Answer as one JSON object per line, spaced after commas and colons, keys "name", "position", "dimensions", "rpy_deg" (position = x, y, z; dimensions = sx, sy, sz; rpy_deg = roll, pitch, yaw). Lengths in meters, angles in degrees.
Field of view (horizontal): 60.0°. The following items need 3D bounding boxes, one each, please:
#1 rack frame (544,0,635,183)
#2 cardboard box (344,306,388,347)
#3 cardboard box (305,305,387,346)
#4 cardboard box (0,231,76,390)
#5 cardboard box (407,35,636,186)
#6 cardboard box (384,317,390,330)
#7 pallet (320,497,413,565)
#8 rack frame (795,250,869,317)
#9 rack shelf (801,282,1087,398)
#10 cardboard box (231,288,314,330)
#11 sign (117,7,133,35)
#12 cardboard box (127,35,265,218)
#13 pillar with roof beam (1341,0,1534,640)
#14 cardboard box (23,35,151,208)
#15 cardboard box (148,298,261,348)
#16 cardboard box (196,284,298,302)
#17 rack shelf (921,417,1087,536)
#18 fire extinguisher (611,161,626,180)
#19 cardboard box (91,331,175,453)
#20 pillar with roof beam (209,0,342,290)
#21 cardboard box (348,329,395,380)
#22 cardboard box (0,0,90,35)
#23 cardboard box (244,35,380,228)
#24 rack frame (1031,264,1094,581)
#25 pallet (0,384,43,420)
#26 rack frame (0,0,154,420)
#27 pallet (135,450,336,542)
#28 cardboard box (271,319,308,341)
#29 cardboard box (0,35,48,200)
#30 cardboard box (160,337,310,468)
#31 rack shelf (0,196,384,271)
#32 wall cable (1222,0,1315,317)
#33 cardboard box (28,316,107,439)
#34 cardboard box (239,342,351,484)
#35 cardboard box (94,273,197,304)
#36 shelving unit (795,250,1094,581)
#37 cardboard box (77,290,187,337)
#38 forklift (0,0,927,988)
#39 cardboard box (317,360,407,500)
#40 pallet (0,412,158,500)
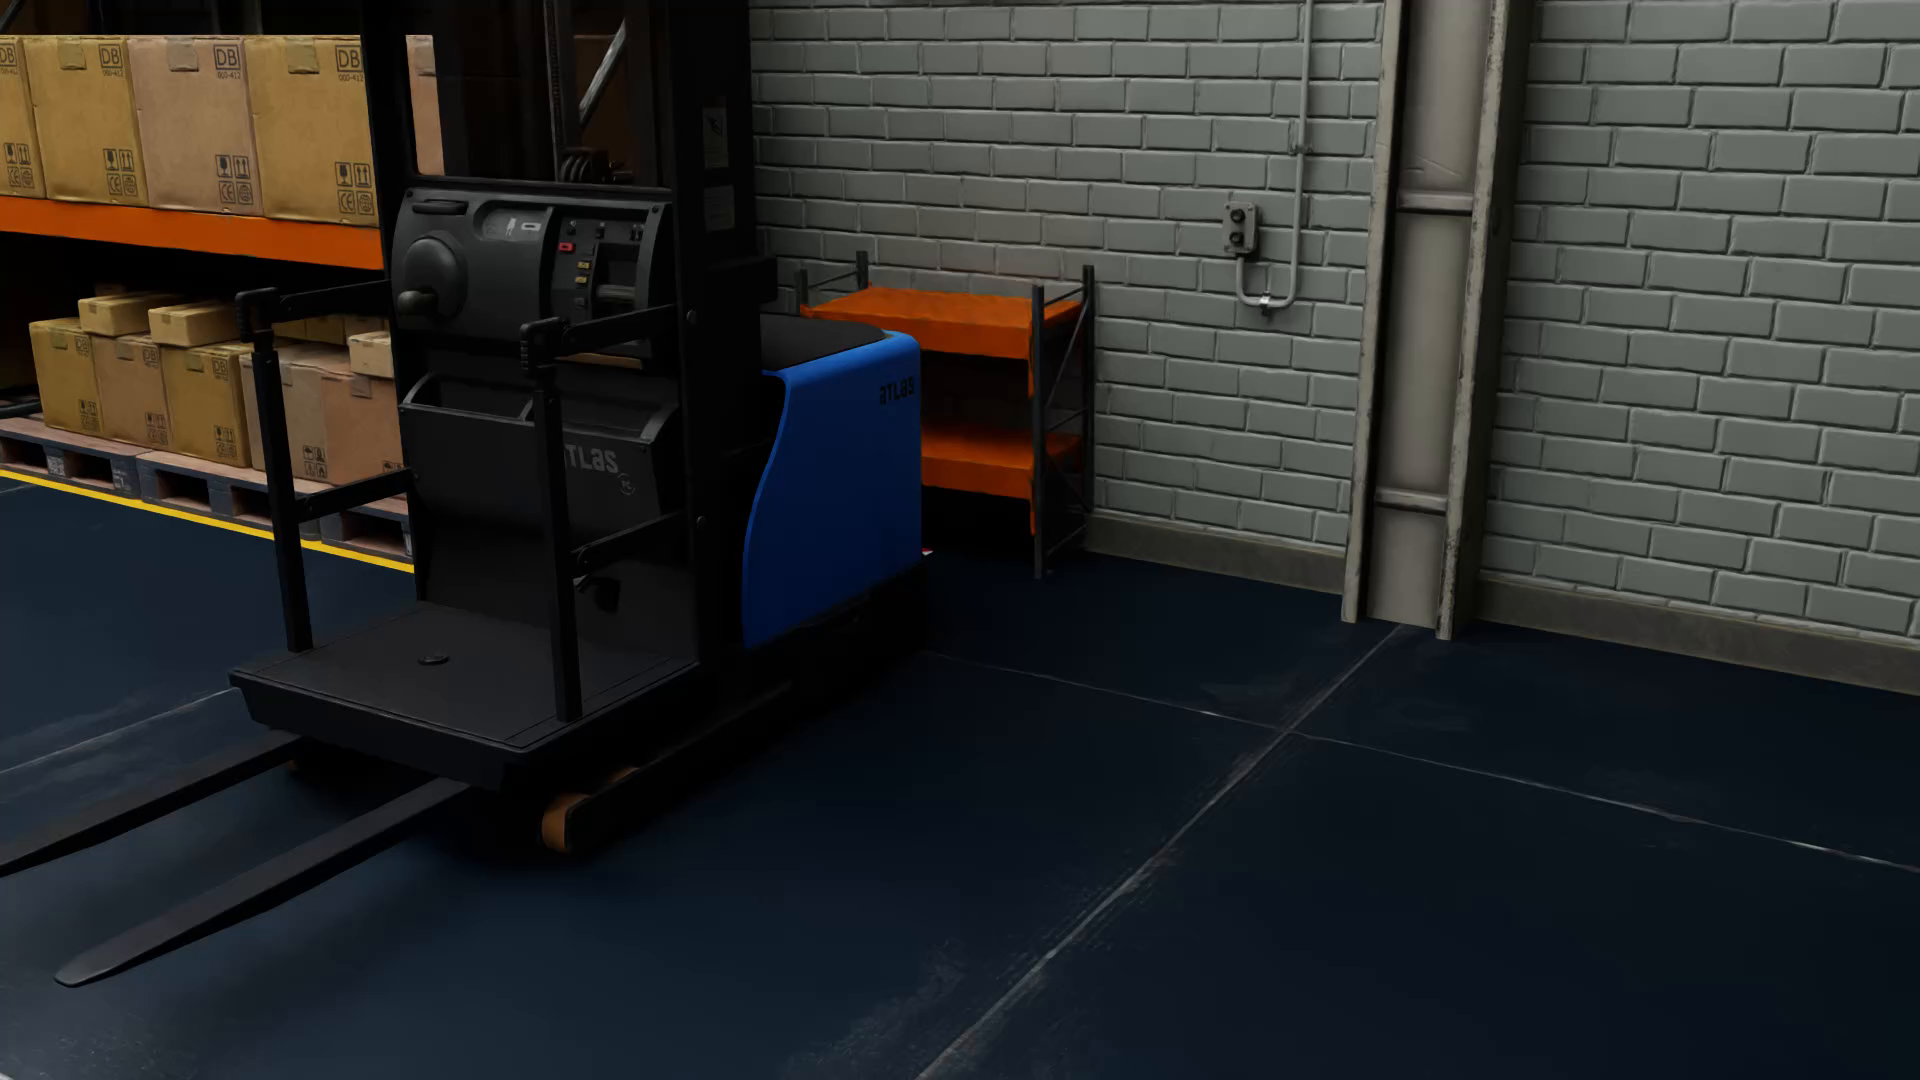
{"name": "rack frame", "position": [-1.147, -1.352, 6.171], "dimensions": [0.127, 3.000, 1.000], "rpy_deg": [10, 20, 30]}
{"name": "cardboard box", "position": [-2.447, -0.933, 7.254], "dimensions": [0.250, 0.149, 0.380], "rpy_deg": [10, 20, 31]}
{"name": "cardboard box", "position": [-2.666, -0.972, 7.382], "dimensions": [0.250, 0.149, 0.380], "rpy_deg": [10, 20, 31]}
{"name": "cardboard box", "position": [-5.177, -1.200, 8.645], "dimensions": [0.750, 0.750, 0.750], "rpy_deg": [10, 20, 31]}
{"name": "cardboard box", "position": [-1.586, -1.571, 6.375], "dimensions": [0.700, 0.700, 0.980], "rpy_deg": [11, 20, 33]}
{"name": "cardboard box", "position": [-2.229, -0.895, 7.128], "dimensions": [0.250, 0.149, 0.380], "rpy_deg": [10, 20, 31]}
{"name": "pallet", "position": [-1.869, -0.120, 6.913], "dimensions": [1.213, 0.211, 1.003], "rpy_deg": [10, 20, 30]}
{"name": "rack frame", "position": [-0.497, -0.588, 6.829], "dimensions": [0.032, 1.125, 0.500], "rpy_deg": [9, 22, 27]}
{"name": "rack shelf", "position": [-0.056, -0.797, 6.504], "dimensions": [1.000, 0.278, 0.538], "rpy_deg": [9, 22, 27]}
{"name": "cardboard box", "position": [-3.101, -1.050, 7.638], "dimensions": [0.250, 0.149, 0.380], "rpy_deg": [10, 20, 31]}
{"name": "sign", "position": [-4.266, -2.550, 8.490], "dimensions": [0.005, 0.325, 0.100], "rpy_deg": [10, 20, 30]}
{"name": "cardboard box", "position": [-2.857, -1.797, 7.120], "dimensions": [0.700, 0.700, 0.980], "rpy_deg": [9, 19, 27]}
{"name": "pillar with roof beam", "position": [-0.646, -2.960, 1.143], "dimensions": [0.400, 9.000, 9.100], "rpy_deg": [10, 20, 30]}
{"name": "cardboard box", "position": [-3.482, -1.905, 7.476], "dimensions": [0.700, 0.700, 0.980], "rpy_deg": [10, 19, 29]}
{"name": "cardboard box", "position": [-3.330, -0.960, 7.343], "dimensions": [0.250, 0.149, 0.380], "rpy_deg": [9, 19, 28]}
{"name": "cardboard box", "position": [-3.316, -1.088, 7.765], "dimensions": [0.250, 0.149, 0.380], "rpy_deg": [9, 19, 28]}
{"name": "rack shelf", "position": [-0.042, -0.290, 6.680], "dimensions": [1.000, 0.278, 0.538], "rpy_deg": [9, 22, 27]}
{"name": "fire extinguisher", "position": [-1.260, -0.999, 5.785], "dimensions": [0.183, 0.674, 0.296], "rpy_deg": [10, 20, 30]}
{"name": "cardboard box", "position": [-3.545, -0.749, 7.764], "dimensions": [0.500, 0.500, 0.700], "rpy_deg": [10, 20, 30]}
{"name": "pillar with roof beam", "position": [-5.759, -3.873, 4.147], "dimensions": [0.400, 9.000, 9.100], "rpy_deg": [10, 20, 30]}
{"name": "cardboard box", "position": [-2.218, -0.762, 6.691], "dimensions": [0.250, 0.149, 0.380], "rpy_deg": [11, 20, 32]}
{"name": "cardboard box", "position": [-4.811, -2.654, 8.447], "dimensions": [0.500, 0.250, 0.500], "rpy_deg": [11, 20, 32]}
{"name": "cardboard box", "position": [-2.212, -1.679, 6.730], "dimensions": [0.700, 0.700, 0.980], "rpy_deg": [10, 20, 30]}
{"name": "rack frame", "position": [0.401, -0.454, 6.371], "dimensions": [0.032, 1.125, 0.500], "rpy_deg": [9, 22, 27]}
{"name": "pallet", "position": [-5.252, -0.725, 8.905], "dimensions": [1.213, 0.211, 1.003], "rpy_deg": [10, 20, 30]}
{"name": "rack frame", "position": [-4.555, -1.960, 8.174], "dimensions": [0.127, 3.000, 1.000], "rpy_deg": [10, 20, 30]}
{"name": "pallet", "position": [-2.904, -0.306, 7.525], "dimensions": [1.213, 0.211, 1.003], "rpy_deg": [10, 20, 30]}
{"name": "cardboard box", "position": [-2.881, -1.011, 7.509], "dimensions": [0.250, 0.149, 0.380], "rpy_deg": [10, 19, 29]}
{"name": "cardboard box", "position": [-4.101, -2.017, 7.846], "dimensions": [0.700, 0.700, 0.980], "rpy_deg": [10, 20, 31]}
{"name": "cardboard box", "position": [-3.109, -0.670, 7.505], "dimensions": [0.500, 0.500, 0.700], "rpy_deg": [11, 20, 31]}
{"name": "rack shelf", "position": [-2.851, -1.312, 7.277], "dimensions": [4.000, 0.370, 1.077], "rpy_deg": [10, 20, 30]}
{"name": "wall cable", "position": [0.439, -1.878, 6.154], "dimensions": [1.851, 1.984, 0.084], "rpy_deg": [10, 20, 30]}
{"name": "cardboard box", "position": [-3.972, -0.826, 8.019], "dimensions": [0.500, 0.500, 0.700], "rpy_deg": [10, 20, 31]}
{"name": "cardboard box", "position": [-2.651, -0.591, 7.244], "dimensions": [0.500, 0.500, 0.700], "rpy_deg": [9, 19, 28]}
{"name": "cardboard box", "position": [-3.991, -1.208, 8.159], "dimensions": [0.250, 0.149, 0.380], "rpy_deg": [10, 20, 30]}
{"name": "shelving unit", "position": [-0.048, -0.521, 6.600], "dimensions": [1.048, 1.125, 0.538], "rpy_deg": [9, 22, 27]}
{"name": "cardboard box", "position": [-3.775, -1.039, 7.604], "dimensions": [0.250, 0.149, 0.380], "rpy_deg": [11, 20, 32]}
{"name": "forklift", "position": [-1.278, -0.748, 4.301], "dimensions": [1.130, 2.935, 3.031], "rpy_deg": [9, 19, 28]}
{"name": "cardboard box", "position": [-2.222, -0.515, 6.993], "dimensions": [0.500, 0.500, 0.700], "rpy_deg": [10, 20, 30]}
{"name": "pallet", "position": [-3.948, -0.491, 8.135], "dimensions": [1.213, 0.211, 1.003], "rpy_deg": [10, 20, 30]}
